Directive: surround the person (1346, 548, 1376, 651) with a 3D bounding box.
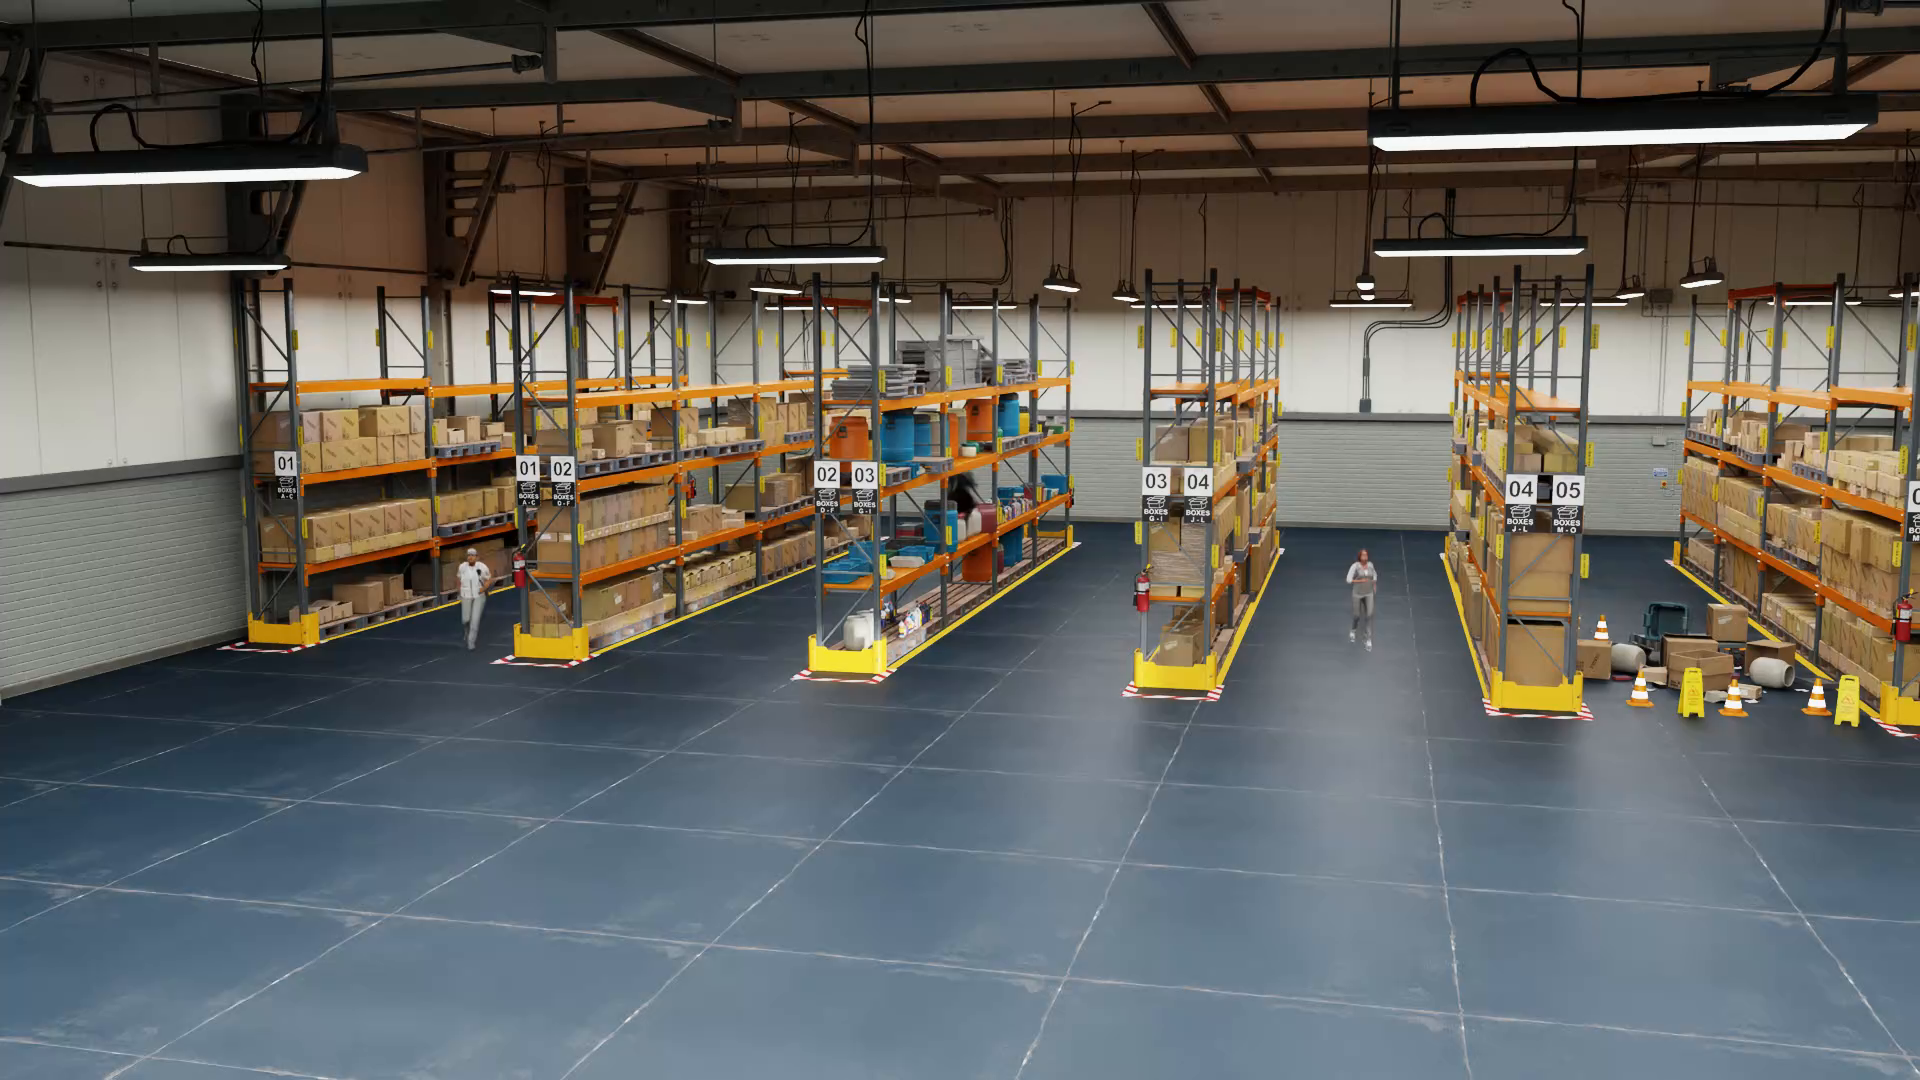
[{"bbox_3d":[6.559,0.942,27.172,0.565,1.631,0.778,0,7,-4],"label":"person"}]

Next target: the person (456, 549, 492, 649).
[{"bbox_3d":[-7.975,0.954,27.263,0.570,1.641,0.517,-1,7,-7],"label":"person"}]
